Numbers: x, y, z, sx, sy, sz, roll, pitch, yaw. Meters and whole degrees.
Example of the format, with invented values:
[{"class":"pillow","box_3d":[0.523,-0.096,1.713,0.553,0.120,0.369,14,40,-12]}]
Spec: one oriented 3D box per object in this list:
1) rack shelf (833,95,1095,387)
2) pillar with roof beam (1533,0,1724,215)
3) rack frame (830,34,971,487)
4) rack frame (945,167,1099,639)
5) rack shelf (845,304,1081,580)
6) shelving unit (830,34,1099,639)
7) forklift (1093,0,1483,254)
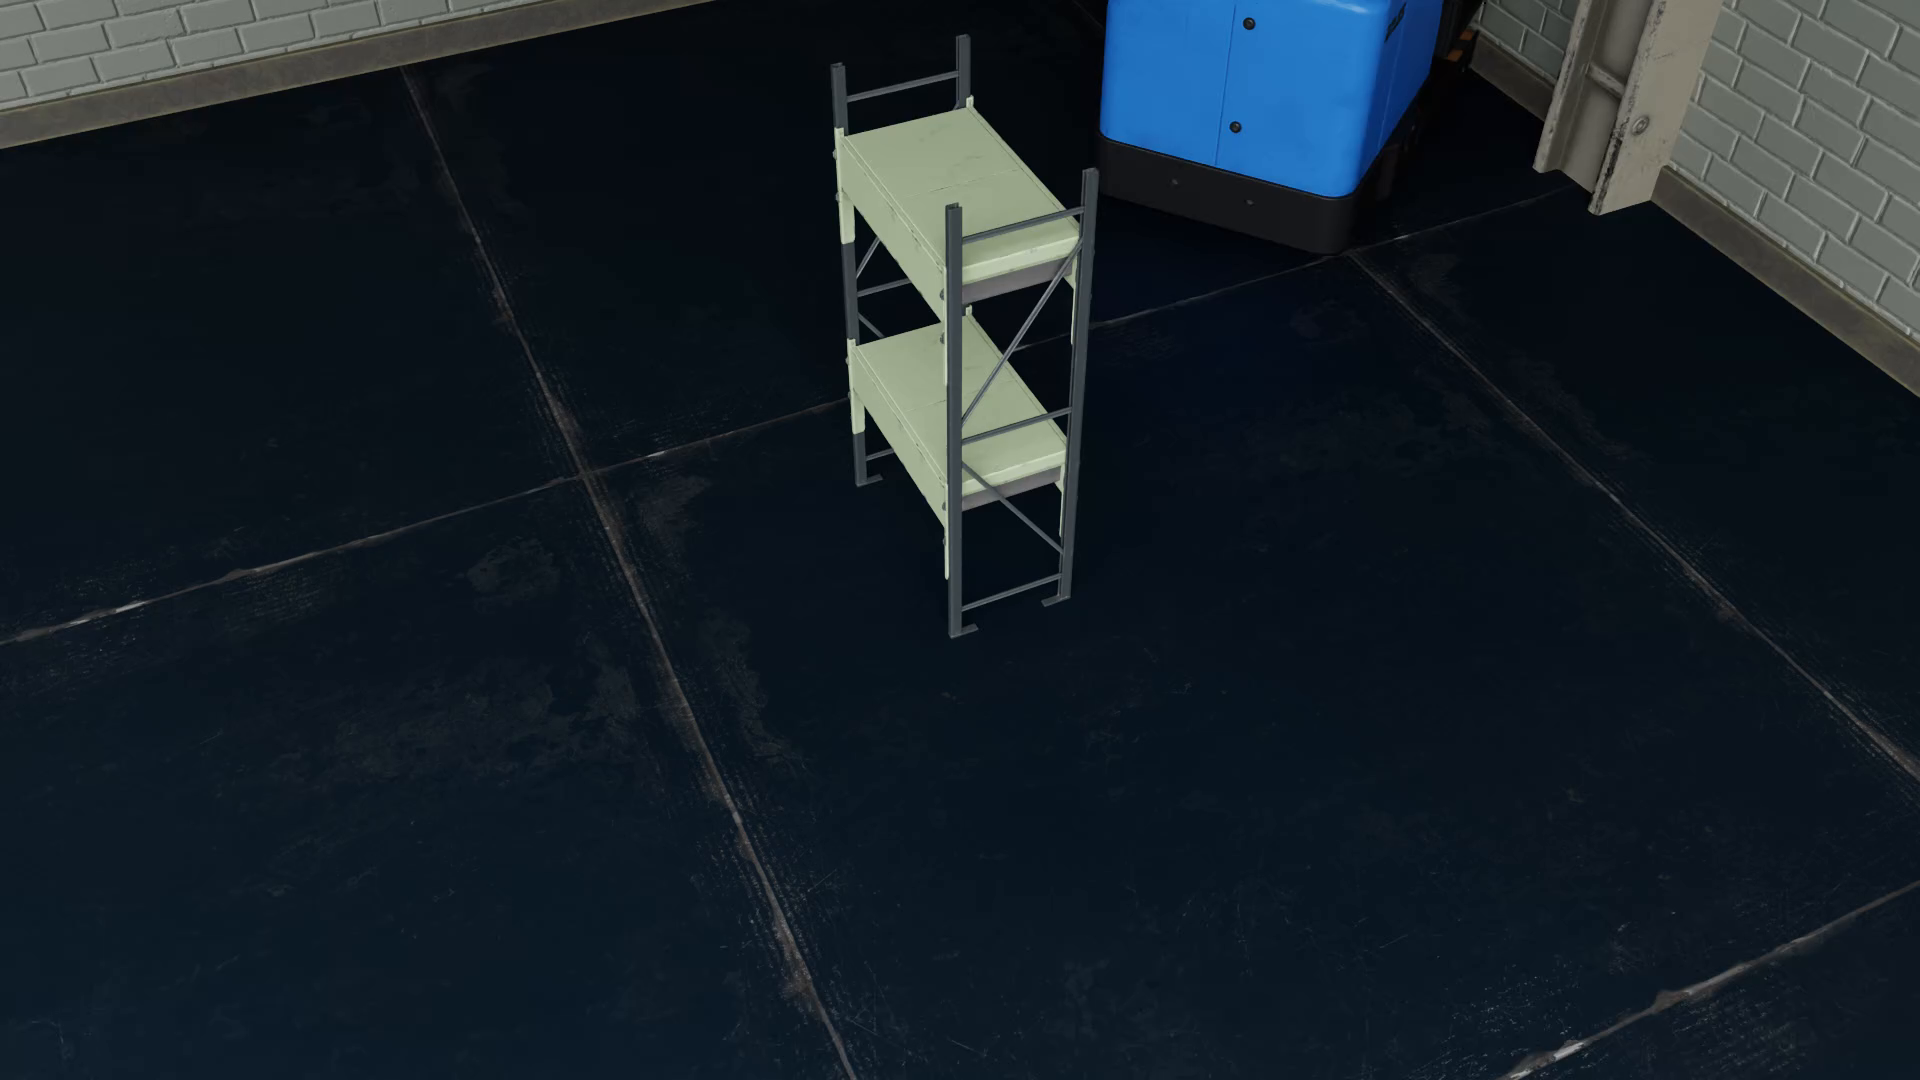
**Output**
[{"class":"rack shelf","box_3d":[-0.003,-0.816,4.453,0.431,0.370,0.720,-18,47,-17]},{"class":"pillar with roof beam","box_3d":[-1.347,-3.379,2.267,9.100,9.000,0.400,-18,47,-17]},{"class":"rack frame","box_3d":[-0.157,-0.771,4.964,0.400,1.500,0.023,-18,47,-17]},{"class":"rack frame","box_3d":[0.151,-0.305,4.491,0.400,1.500,0.023,-18,47,-17]},{"class":"rack shelf","box_3d":[-0.003,-0.306,4.957,0.431,0.370,0.720,-18,47,-17]},{"class":"shelving unit","box_3d":[-0.003,-0.538,4.728,0.431,1.500,0.755,-18,47,-17]},{"class":"forklift","box_3d":[1.649,-3.149,6.355,1.130,2.935,3.031,20,48,19]}]
